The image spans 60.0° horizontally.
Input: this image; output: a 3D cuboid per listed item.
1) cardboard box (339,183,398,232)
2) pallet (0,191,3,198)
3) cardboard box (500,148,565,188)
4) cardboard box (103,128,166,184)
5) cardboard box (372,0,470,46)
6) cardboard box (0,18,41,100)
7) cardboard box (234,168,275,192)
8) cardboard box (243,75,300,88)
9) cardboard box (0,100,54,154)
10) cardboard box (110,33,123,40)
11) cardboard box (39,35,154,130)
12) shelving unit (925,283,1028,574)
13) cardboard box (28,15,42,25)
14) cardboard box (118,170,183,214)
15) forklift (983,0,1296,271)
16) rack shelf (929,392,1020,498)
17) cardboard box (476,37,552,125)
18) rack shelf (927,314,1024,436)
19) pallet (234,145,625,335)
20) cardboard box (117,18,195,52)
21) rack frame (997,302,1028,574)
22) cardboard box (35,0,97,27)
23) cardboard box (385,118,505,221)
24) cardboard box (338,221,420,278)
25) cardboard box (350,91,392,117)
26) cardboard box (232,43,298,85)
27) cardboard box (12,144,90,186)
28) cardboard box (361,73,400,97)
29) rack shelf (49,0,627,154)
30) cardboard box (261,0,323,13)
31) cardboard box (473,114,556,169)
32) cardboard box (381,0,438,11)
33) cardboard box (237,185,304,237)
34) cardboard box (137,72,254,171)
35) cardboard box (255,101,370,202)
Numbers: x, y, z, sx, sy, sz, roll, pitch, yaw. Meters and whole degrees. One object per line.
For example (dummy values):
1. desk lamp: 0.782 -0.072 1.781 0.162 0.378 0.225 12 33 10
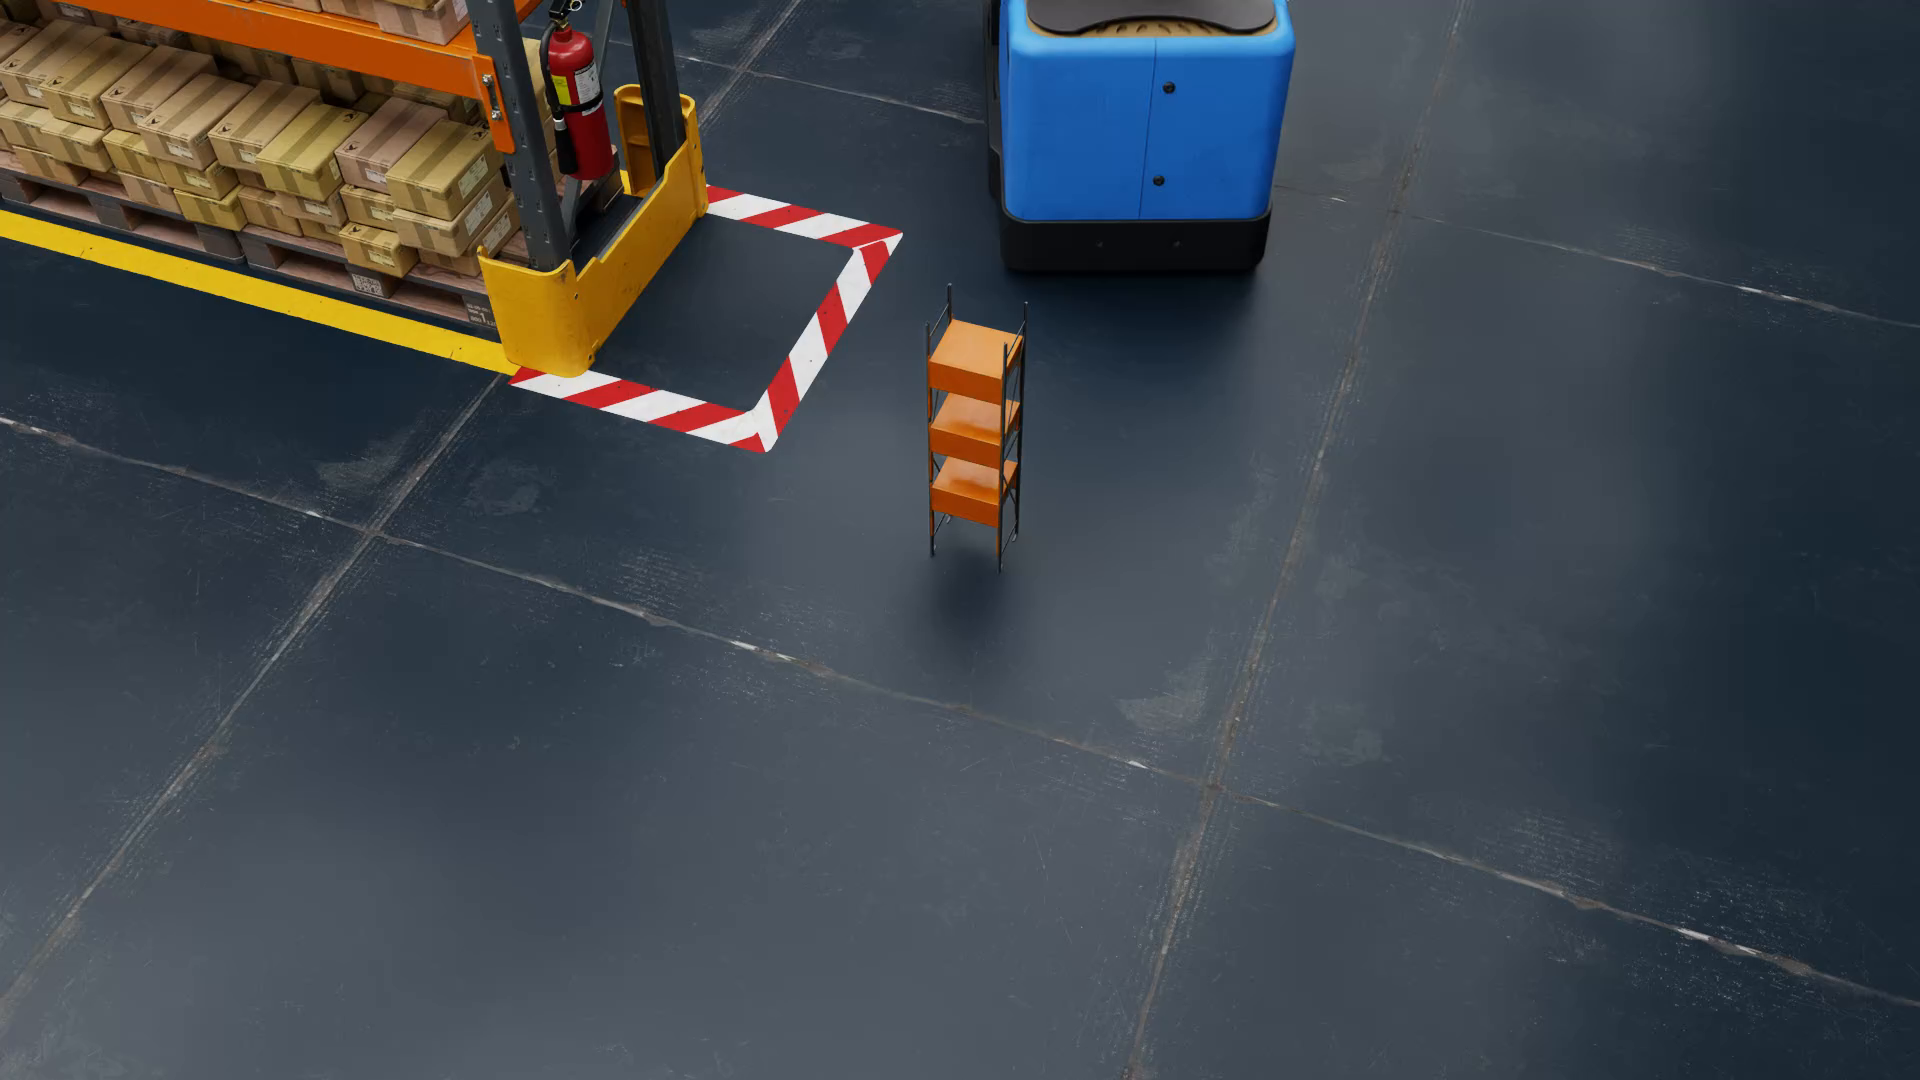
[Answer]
1. cardboard box: -2.145 -1.363 6.358 0.250 0.149 0.380 15 51 12
2. pallet: -4.434 -2.003 7.346 1.213 0.211 1.003 16 51 13
3. cardboard box: -1.705 -1.587 6.749 0.250 0.149 0.380 17 51 14
4. cardboard box: -3.131 -1.598 6.562 0.250 0.149 0.380 18 51 15
5. cardboard box: -1.728 -1.822 5.511 0.250 0.149 0.380 16 51 13
6. cardboard box: -3.870 -1.906 6.632 0.250 0.149 0.380 17 51 14
7. cardboard box: -2.623 -1.535 6.507 0.250 0.149 0.380 15 51 13
8. cardboard box: -2.709 -1.899 6.823 0.250 0.149 0.380 13 50 11
9. cardboard box: -3.621 -1.733 6.679 0.250 0.149 0.380 15 51 13
10. cardboard box: -3.464 -2.119 7.013 0.250 0.149 0.380 13 50 11
11. cardboard box: -3.368 -1.801 6.541 0.250 0.149 0.380 16 51 13
12. shelving unit: 0.050 -0.330 5.341 0.252 1.050 0.215 16 51 13
13. cardboard box: -3.954 -2.256 7.132 0.250 0.149 0.380 16 51 13
14. cardboard box: -3.131 -1.503 6.676 0.250 0.149 0.380 17 51 14
15. forklift: 0.671 -3.124 6.518 1.130 2.935 3.031 -1 49 0
16. rack shelf: 0.050 -0.323 5.349 0.240 0.259 0.215 16 51 13
17. cardboard box: -1.698 -1.796 6.537 0.250 0.149 0.380 14 50 11
18. rack shelf: 0.050 -0.509 5.135 0.240 0.259 0.215 16 51 13
19. pallet: -2.146 -1.364 6.792 1.213 0.211 1.003 16 51 13
20. cardboard box: -3.209 -2.125 6.821 0.250 0.149 0.380 16 51 13
21. rack frame: 0.165 -0.298 5.313 0.008 1.050 0.200 16 51 13
22. cardboard box: -3.661 -2.329 6.999 0.250 0.149 0.380 13 50 11
23. cardboard box: -1.909 -1.377 6.174 0.250 0.149 0.380 16 51 14
24. cardboard box: -2.167 -1.209 6.421 0.250 0.149 0.380 17 51 14
25. cardboard box: -2.225 -1.753 6.696 0.250 0.149 0.380 16 51 14
26. cardboard box: -2.709 -2.025 6.735 0.250 0.149 0.380 17 51 15
27. cardboard box: -3.615 -1.637 6.792 0.250 0.149 0.380 14 51 12
28. cardboard box: -2.190 -1.940 6.661 0.250 0.149 0.380 15 51 13
29. rack shelf: -3.201 -2.308 6.241 4.000 0.370 1.077 16 51 13
30. cardboard box: -2.189 -1.969 5.638 0.250 0.149 0.380 15 51 13
31. cardboard box: -1.727 -1.640 6.598 0.250 0.149 0.380 18 51 15
32. cardboard box: -1.835 -2.085 5.309 0.500 0.500 0.500 17 51 14
33. cardboard box: -2.621 -1.394 6.582 0.250 0.149 0.380 16 51 13
34. cardboard box: -2.904 -1.605 6.371 0.250 0.149 0.380 17 51 14
35. cardboard box: -2.412 -1.461 6.247 0.250 0.149 0.380 15 51 12
